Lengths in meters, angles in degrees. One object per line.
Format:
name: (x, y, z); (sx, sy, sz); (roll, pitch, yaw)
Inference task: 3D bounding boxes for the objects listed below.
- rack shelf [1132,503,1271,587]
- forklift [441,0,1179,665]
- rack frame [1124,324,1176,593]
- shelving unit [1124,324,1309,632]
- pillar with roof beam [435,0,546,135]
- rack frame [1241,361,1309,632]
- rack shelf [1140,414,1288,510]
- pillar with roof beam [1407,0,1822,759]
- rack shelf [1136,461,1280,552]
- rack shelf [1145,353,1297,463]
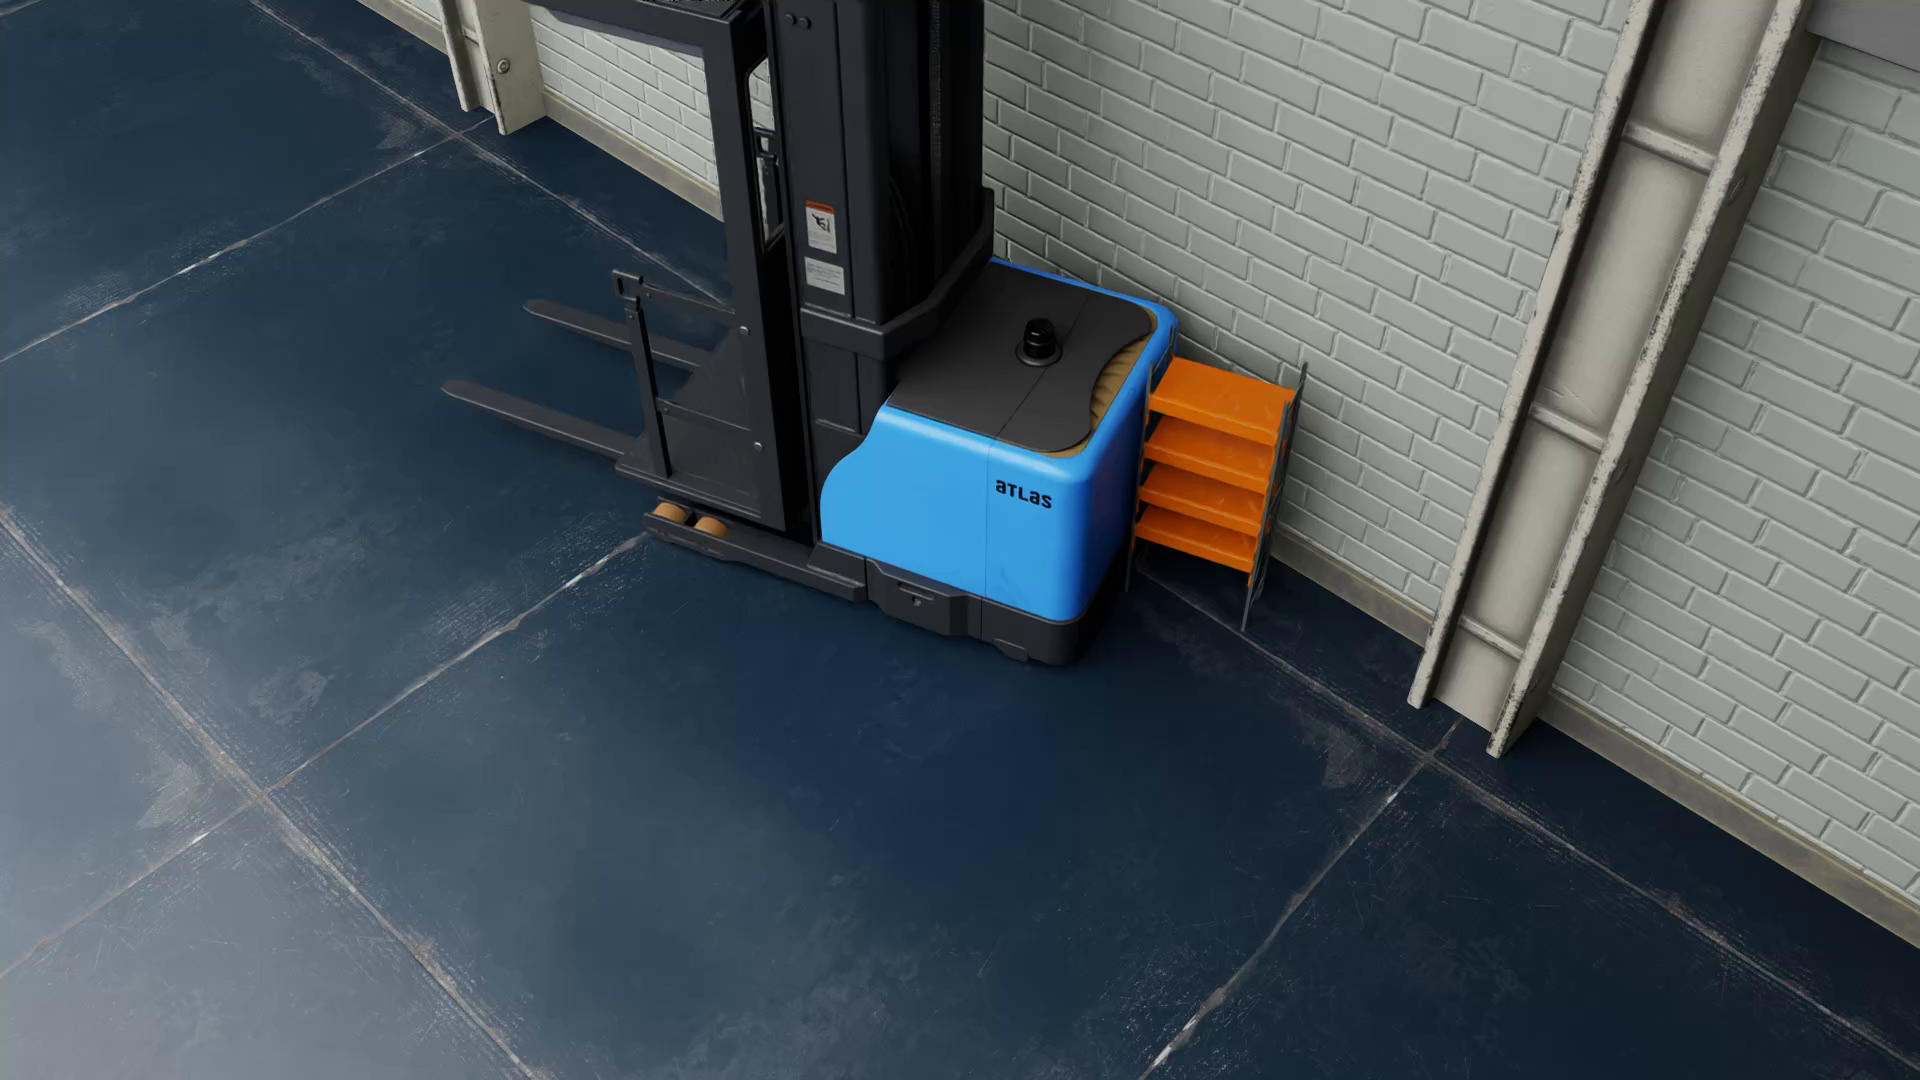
rack shelf: (0.937, -0.024, 6.422); (0.480, 0.148, 0.258); (19, 50, 17)
forklift: (-0.729, -1.264, 6.035); (3.031, 2.935, 1.130); (19, 50, 17)
rack frame: (0.715, -0.280, 6.299); (0.015, 1.200, 0.240); (19, 50, 17)
shelving unit: (0.937, -0.206, 6.228); (0.503, 1.200, 0.258); (19, 50, 17)
pillar with roof beam: (-5.392, -3.115, 3.611); (0.400, 9.000, 9.100); (34, 55, 28)
rack frame: (1.158, -0.131, 6.158); (0.015, 1.200, 0.240); (19, 50, 17)
rack shelf: (0.937, -0.313, 6.114); (0.480, 0.148, 0.258); (19, 50, 17)
pillar with roof beam: (-0.983, -0.148, 0.825); (0.400, 9.000, 9.100); (34, 55, 28)
rack shelf: (0.937, -0.159, 6.278); (0.480, 0.148, 0.258); (19, 50, 17)
rack shelf: (0.937, -0.474, 5.942); (0.480, 0.148, 0.258); (19, 50, 17)
